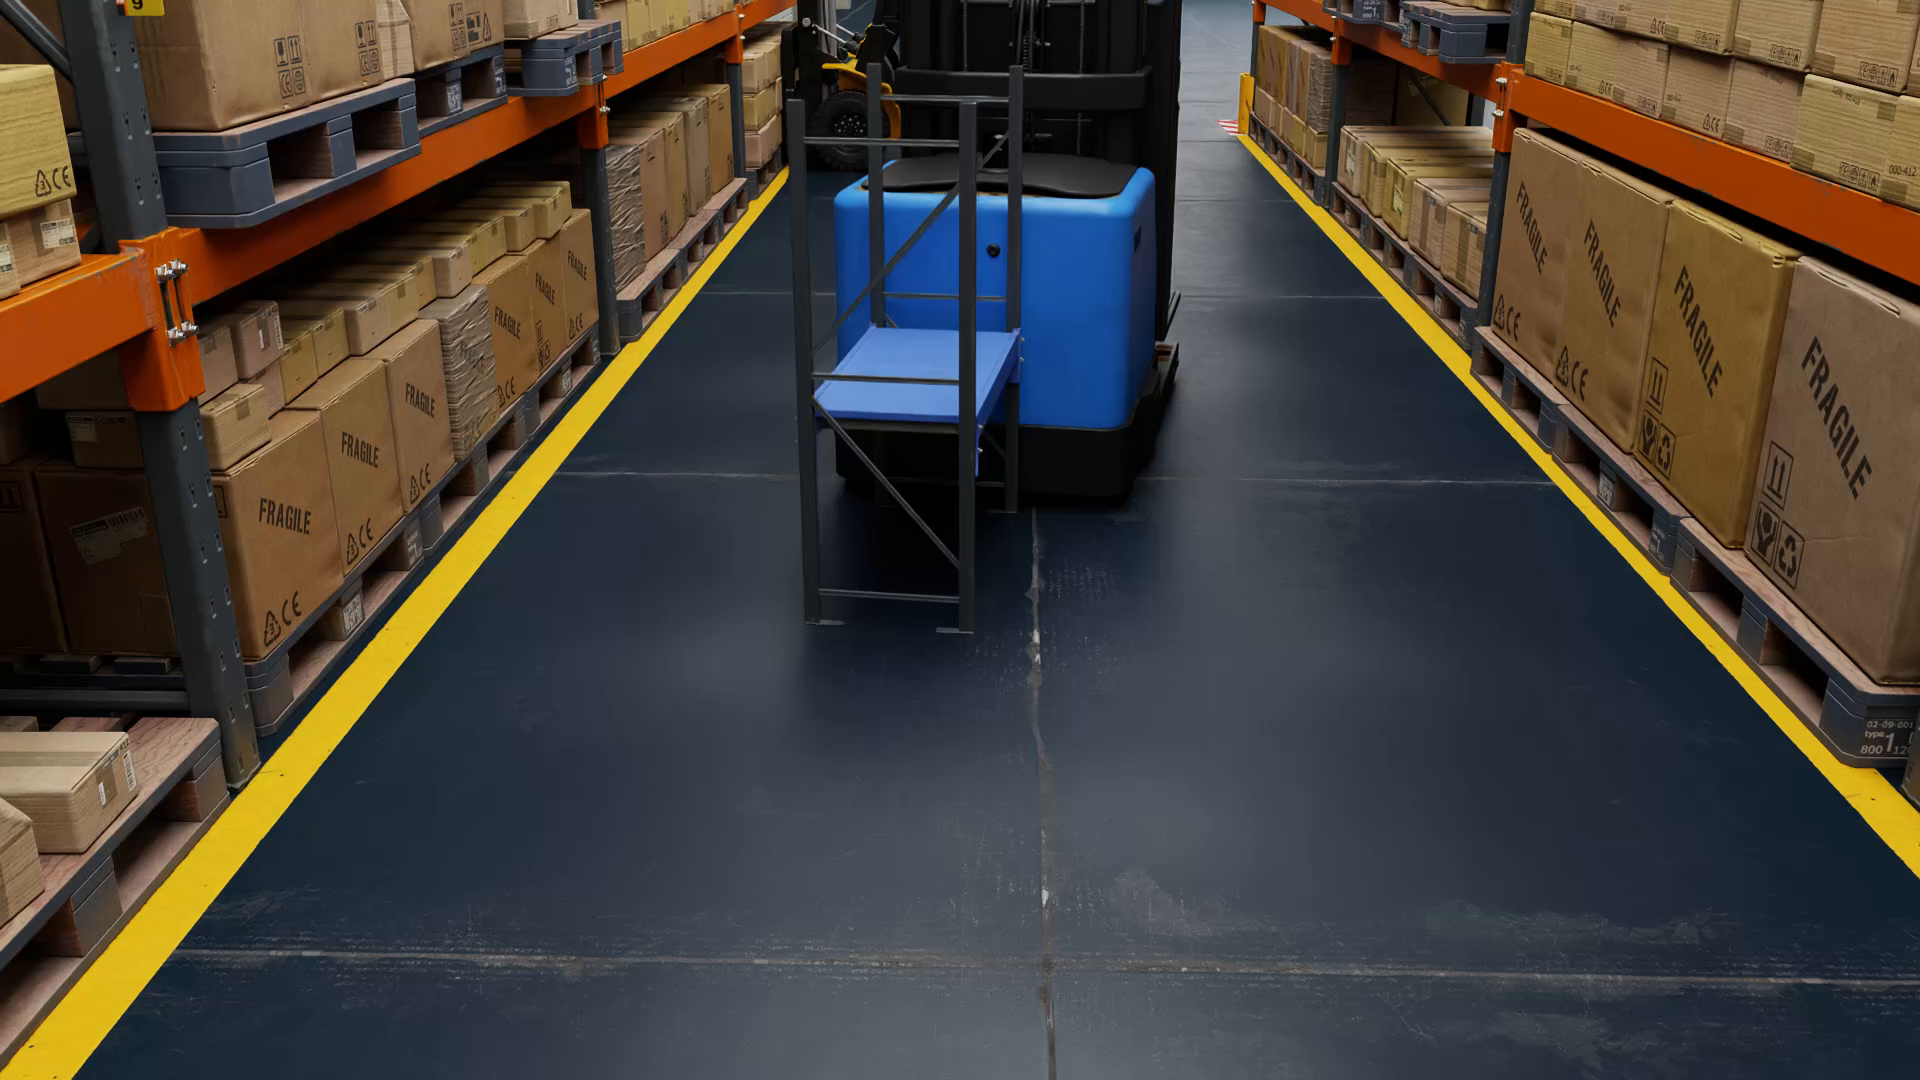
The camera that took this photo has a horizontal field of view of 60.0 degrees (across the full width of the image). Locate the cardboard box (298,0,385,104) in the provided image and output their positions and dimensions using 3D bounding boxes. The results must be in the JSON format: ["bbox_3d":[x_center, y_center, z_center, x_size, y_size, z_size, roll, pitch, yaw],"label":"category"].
[{"bbox_3d":[-1.963,-1.424,4.335,0.700,0.500,0.500,1,21,2],"label":"cardboard box"}]

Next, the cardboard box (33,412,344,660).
[{"bbox_3d":[-1.977,-0.025,4.322,0.500,0.500,0.500,2,21,4],"label":"cardboard box"}]

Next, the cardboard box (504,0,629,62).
[{"bbox_3d":[-1.837,-2.356,7.663,0.500,0.250,0.500,1,21,2],"label":"cardboard box"}]

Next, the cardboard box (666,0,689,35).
[{"bbox_3d":[-1.791,-2.912,9.095,0.500,0.250,0.500,1,21,3],"label":"cardboard box"}]

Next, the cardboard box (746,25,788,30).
[{"bbox_3d":[-1.564,-4.187,14.010,0.500,0.250,0.500,1,21,3],"label":"cardboard box"}]

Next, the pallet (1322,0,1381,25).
[{"bbox_3d":[2.819,-3.297,10.146,1.003,0.211,1.213,1,21,2],"label":"pallet"}]

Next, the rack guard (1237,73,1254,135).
[{"bbox_3d":[3.107,-3.915,14.928,1.175,0.500,0.348,1,21,2],"label":"rack guard"}]

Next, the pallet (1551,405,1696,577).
[{"bbox_3d":[2.727,-0.191,5.730,1.003,0.211,1.213,1,21,2],"label":"pallet"}]

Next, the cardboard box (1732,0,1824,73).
[{"bbox_3d":[2.533,-1.462,4.668,0.500,0.250,0.500,1,21,3],"label":"cardboard box"}]

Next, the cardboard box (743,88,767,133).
[{"bbox_3d":[-1.650,-3.033,11.729,0.500,0.250,0.500,1,21,1],"label":"cardboard box"}]

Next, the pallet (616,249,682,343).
[{"bbox_3d":[-2.031,-1.266,8.499,1.003,0.211,1.213,1,21,2],"label":"pallet"}]

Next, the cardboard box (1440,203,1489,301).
[{"bbox_3d":[2.894,-1.390,8.017,0.950,0.372,0.625,-1,21,-2],"label":"cardboard box"}]

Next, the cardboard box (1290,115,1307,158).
[{"bbox_3d":[2.744,-2.985,12.296,0.500,0.250,0.500,0,21,0],"label":"cardboard box"}]

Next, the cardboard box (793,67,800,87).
[{"bbox_3d":[-1.575,-3.761,13.604,0.500,0.250,0.500,0,21,0],"label":"cardboard box"}]

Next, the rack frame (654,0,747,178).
[{"bbox_3d":[-1.973,-3.715,10.956,1.000,3.000,0.127,1,21,2],"label":"rack frame"}]

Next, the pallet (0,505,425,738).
[{"bbox_3d":[-2.230,0.183,4.765,1.003,0.211,1.213,1,21,2],"label":"pallet"}]

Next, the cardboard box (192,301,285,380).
[{"bbox_3d":[-1.980,-0.515,4.277,0.380,0.149,0.250,0,21,-1],"label":"cardboard box"}]

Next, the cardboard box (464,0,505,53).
[{"bbox_3d":[-1.960,-1.920,5.608,0.797,0.503,0.637,0,21,0],"label":"cardboard box"}]

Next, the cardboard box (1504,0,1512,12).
[{"bbox_3d":[2.641,-2.415,7.373,0.380,0.149,0.250,1,21,4],"label":"cardboard box"}]

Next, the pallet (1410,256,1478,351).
[{"bbox_3d":[2.892,-1.198,8.324,1.003,0.211,1.213,1,21,2],"label":"pallet"}]

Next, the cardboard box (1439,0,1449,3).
[{"bbox_3d":[2.556,-2.695,8.096,0.380,0.149,0.250,0,21,-1],"label":"cardboard box"}]

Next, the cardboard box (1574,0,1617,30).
[{"bbox_3d":[2.587,-2.011,6.082,0.500,0.250,0.500,1,21,3],"label":"cardboard box"}]

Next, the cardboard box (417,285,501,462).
[{"bbox_3d":[-1.929,-0.586,5.767,0.500,0.500,0.500,0,21,0],"label":"cardboard box"}]

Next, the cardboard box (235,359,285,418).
[{"bbox_3d":[-2.009,-0.383,4.347,0.380,0.149,0.250,0,21,0],"label":"cardboard box"}]

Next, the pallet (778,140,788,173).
[{"bbox_3d":[-1.873,-3.144,13.340,1.003,0.211,1.213,1,21,2],"label":"pallet"}]

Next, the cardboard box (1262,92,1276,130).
[{"bbox_3d":[2.786,-3.549,13.749,0.500,0.250,0.500,1,21,4],"label":"cardboard box"}]

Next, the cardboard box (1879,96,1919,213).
[{"bbox_3d":[2.506,-0.864,3.817,0.500,0.250,0.500,0,21,0],"label":"cardboard box"}]

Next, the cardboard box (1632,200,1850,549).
[{"bbox_3d":[2.703,-0.526,5.095,0.875,0.875,0.875,1,21,3],"label":"cardboard box"}]

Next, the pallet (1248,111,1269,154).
[{"bbox_3d":[3.047,-3.487,14.224,1.003,0.211,1.213,1,21,2],"label":"pallet"}]

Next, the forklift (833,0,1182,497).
[{"bbox_3d":[0.356,-2.015,6.671,1.130,2.935,3.031,4,22,11],"label":"forklift"}]

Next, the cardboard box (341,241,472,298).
[{"bbox_3d":[-1.925,-0.941,5.786,0.380,0.149,0.250,0,21,-1],"label":"cardboard box"}]

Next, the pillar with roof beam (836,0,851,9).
[{"bbox_3d":[2.077,-14.177,29.627,9.100,9.000,0.400,1,21,2],"label":"pillar with roof beam"}]

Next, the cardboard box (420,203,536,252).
[{"bbox_3d":[-1.886,-1.226,6.521,0.380,0.149,0.250,0,21,0],"label":"cardboard box"}]

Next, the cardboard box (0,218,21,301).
[{"bbox_3d":[-1.960,-0.493,2.999,0.380,0.149,0.250,1,21,3],"label":"cardboard box"}]

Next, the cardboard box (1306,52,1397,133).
[{"bbox_3d":[2.738,-3.142,11.664,0.500,0.500,0.500,0,21,1],"label":"cardboard box"}]

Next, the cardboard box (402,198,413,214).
[{"bbox_3d":[-2.457,-1.321,6.764,0.380,0.149,0.250,1,21,3],"label":"cardboard box"}]

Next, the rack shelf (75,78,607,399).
[{"bbox_3d":[-2.156,-1.210,5.495,1.077,0.370,4.000,1,21,2],"label":"rack shelf"}]

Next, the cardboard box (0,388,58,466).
[{"bbox_3d":[-2.494,-0.291,4.112,0.380,0.149,0.250,0,21,-1],"label":"cardboard box"}]

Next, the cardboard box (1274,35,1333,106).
[{"bbox_3d":[2.774,-3.704,13.112,0.500,0.500,0.500,1,21,3],"label":"cardboard box"}]

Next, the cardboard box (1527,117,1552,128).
[{"bbox_3d":[4.381,-2.870,12.231,0.500,0.500,0.500,18,27,38],"label":"cardboard box"}]

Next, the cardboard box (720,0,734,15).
[{"bbox_3d":[-1.727,-3.460,10.506,0.500,0.250,0.500,1,21,3],"label":"cardboard box"}]

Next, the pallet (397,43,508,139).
[{"bbox_3d":[-2.150,-1.476,5.451,1.003,0.211,1.213,1,21,2],"label":"pallet"}]

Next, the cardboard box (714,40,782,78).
[{"bbox_3d":[-1.616,-3.631,12.579,0.500,0.250,0.500,1,21,3],"label":"cardboard box"}]

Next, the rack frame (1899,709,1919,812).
[{"bbox_3d":[2.745,-0.769,3.364,1.000,3.000,0.127,1,21,2],"label":"rack frame"}]

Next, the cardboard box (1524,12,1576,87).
[{"bbox_3d":[2.600,-1.971,6.670,0.500,0.250,0.500,0,21,1],"label":"cardboard box"}]

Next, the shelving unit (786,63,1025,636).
[{"bbox_3d":[-0.127,-0.621,5.057,0.538,1.500,1.048,3,21,8],"label":"shelving unit"}]

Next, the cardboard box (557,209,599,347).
[{"bbox_3d":[-1.893,-1.144,7.205,0.500,0.500,0.500,1,21,3],"label":"cardboard box"}]

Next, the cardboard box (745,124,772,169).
[{"bbox_3d":[-1.628,-2.800,11.819,0.500,0.250,0.500,1,21,2],"label":"cardboard box"}]

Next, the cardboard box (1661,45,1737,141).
[{"bbox_3d":[2.569,-1.417,5.242,0.500,0.250,0.500,1,21,2],"label":"cardboard box"}]

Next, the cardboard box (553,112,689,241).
[{"bbox_3d":[-2.030,-2.062,9.400,0.875,0.625,0.625,0,21,-1],"label":"cardboard box"}]

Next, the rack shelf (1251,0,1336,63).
[{"bbox_3d":[3.049,-4.049,12.813,1.077,0.370,4.000,1,21,2],"label":"rack shelf"}]

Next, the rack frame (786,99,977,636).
[{"bbox_3d":[-0.205,-0.440,4.589,0.500,1.500,0.032,3,21,8],"label":"rack frame"}]

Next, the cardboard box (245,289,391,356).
[{"bbox_3d":[-1.973,-0.665,5.075,0.380,0.149,0.250,1,21,1],"label":"cardboard box"}]

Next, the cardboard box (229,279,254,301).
[{"bbox_3d":[-2.497,-0.760,5.319,0.380,0.149,0.250,1,21,2],"label":"cardboard box"}]

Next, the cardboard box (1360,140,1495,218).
[{"bbox_3d":[2.956,-2.183,10.060,0.950,0.372,0.625,2,21,5],"label":"cardboard box"}]

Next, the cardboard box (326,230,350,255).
[{"bbox_3d":[-2.445,-1.038,6.034,0.380,0.149,0.250,0,21,0],"label":"cardboard box"}]
